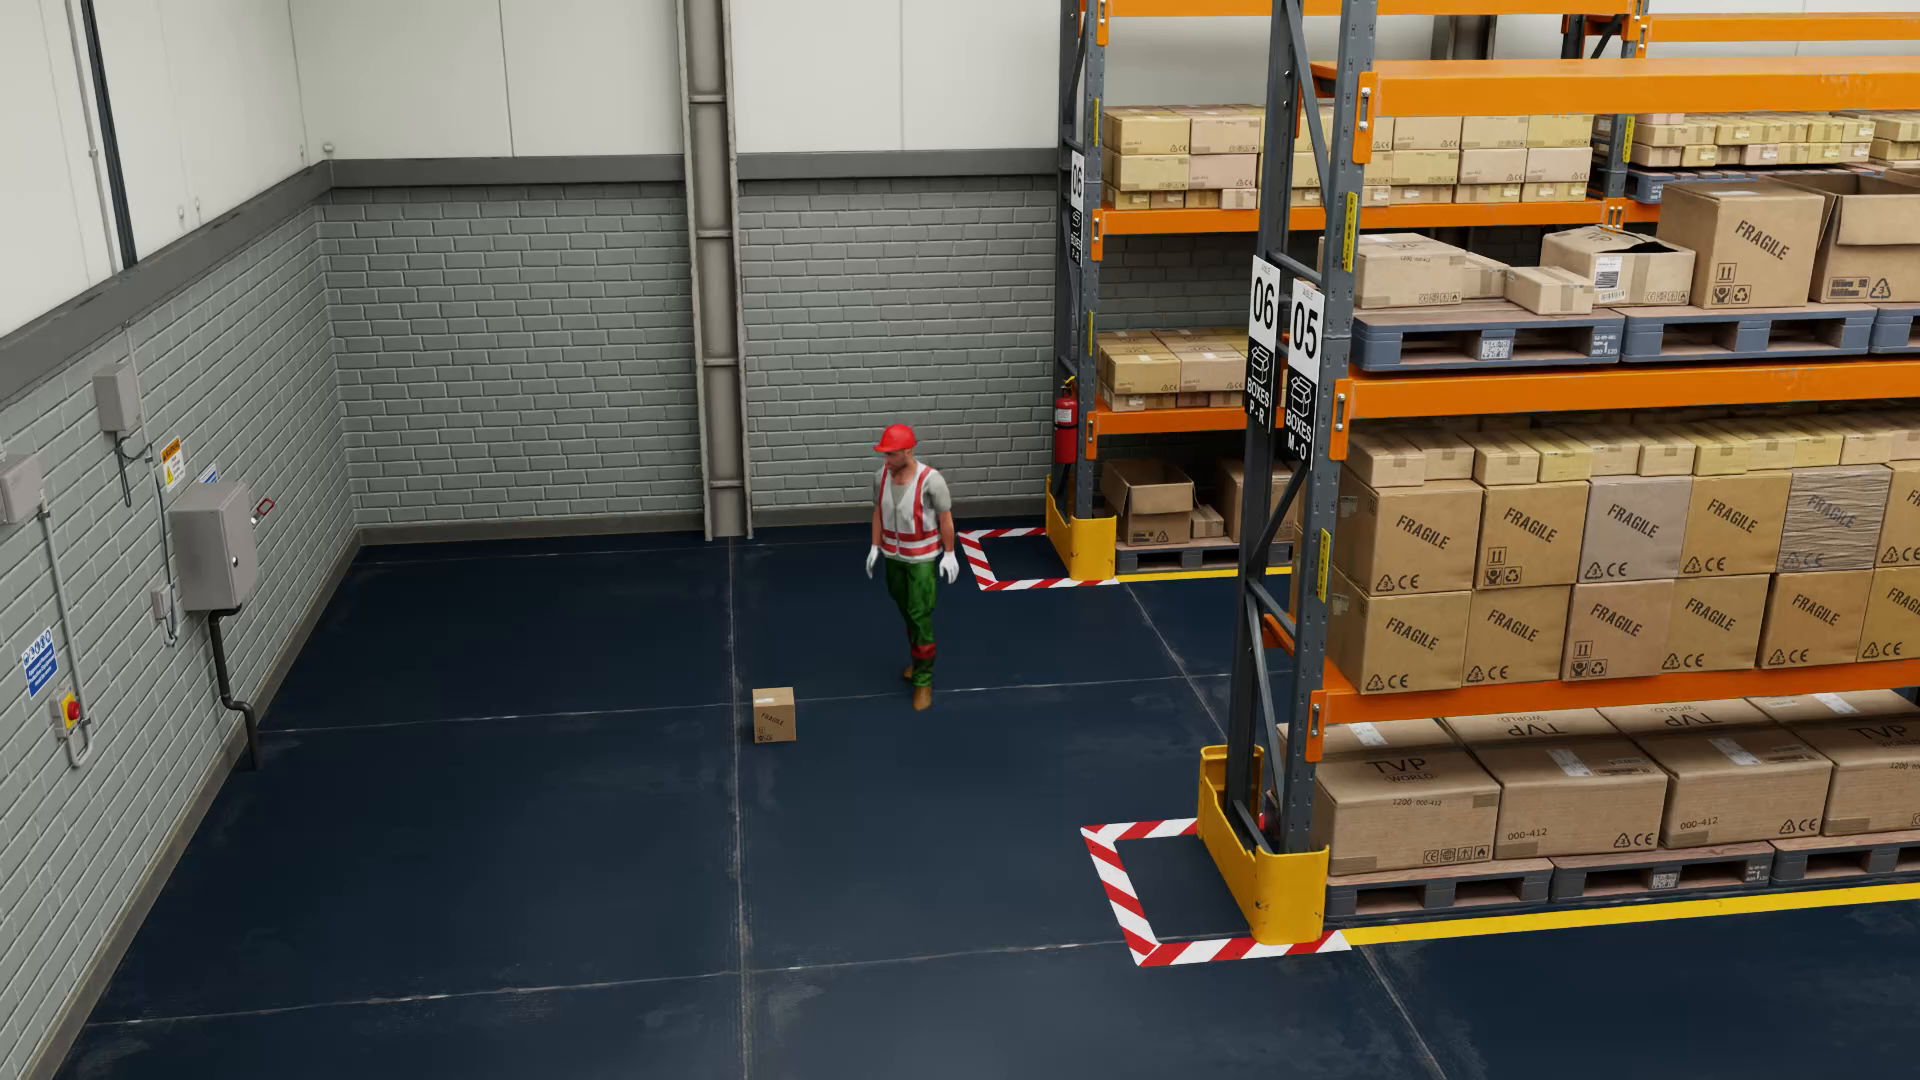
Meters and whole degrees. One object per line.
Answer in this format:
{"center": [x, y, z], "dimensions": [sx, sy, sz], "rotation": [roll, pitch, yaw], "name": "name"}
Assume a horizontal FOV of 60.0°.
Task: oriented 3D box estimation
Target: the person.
{"center": [-0.318, 0.138, 10.686], "dimensions": [0.577, 1.825, 0.594], "rotation": [13, 23, 31], "name": "person"}
